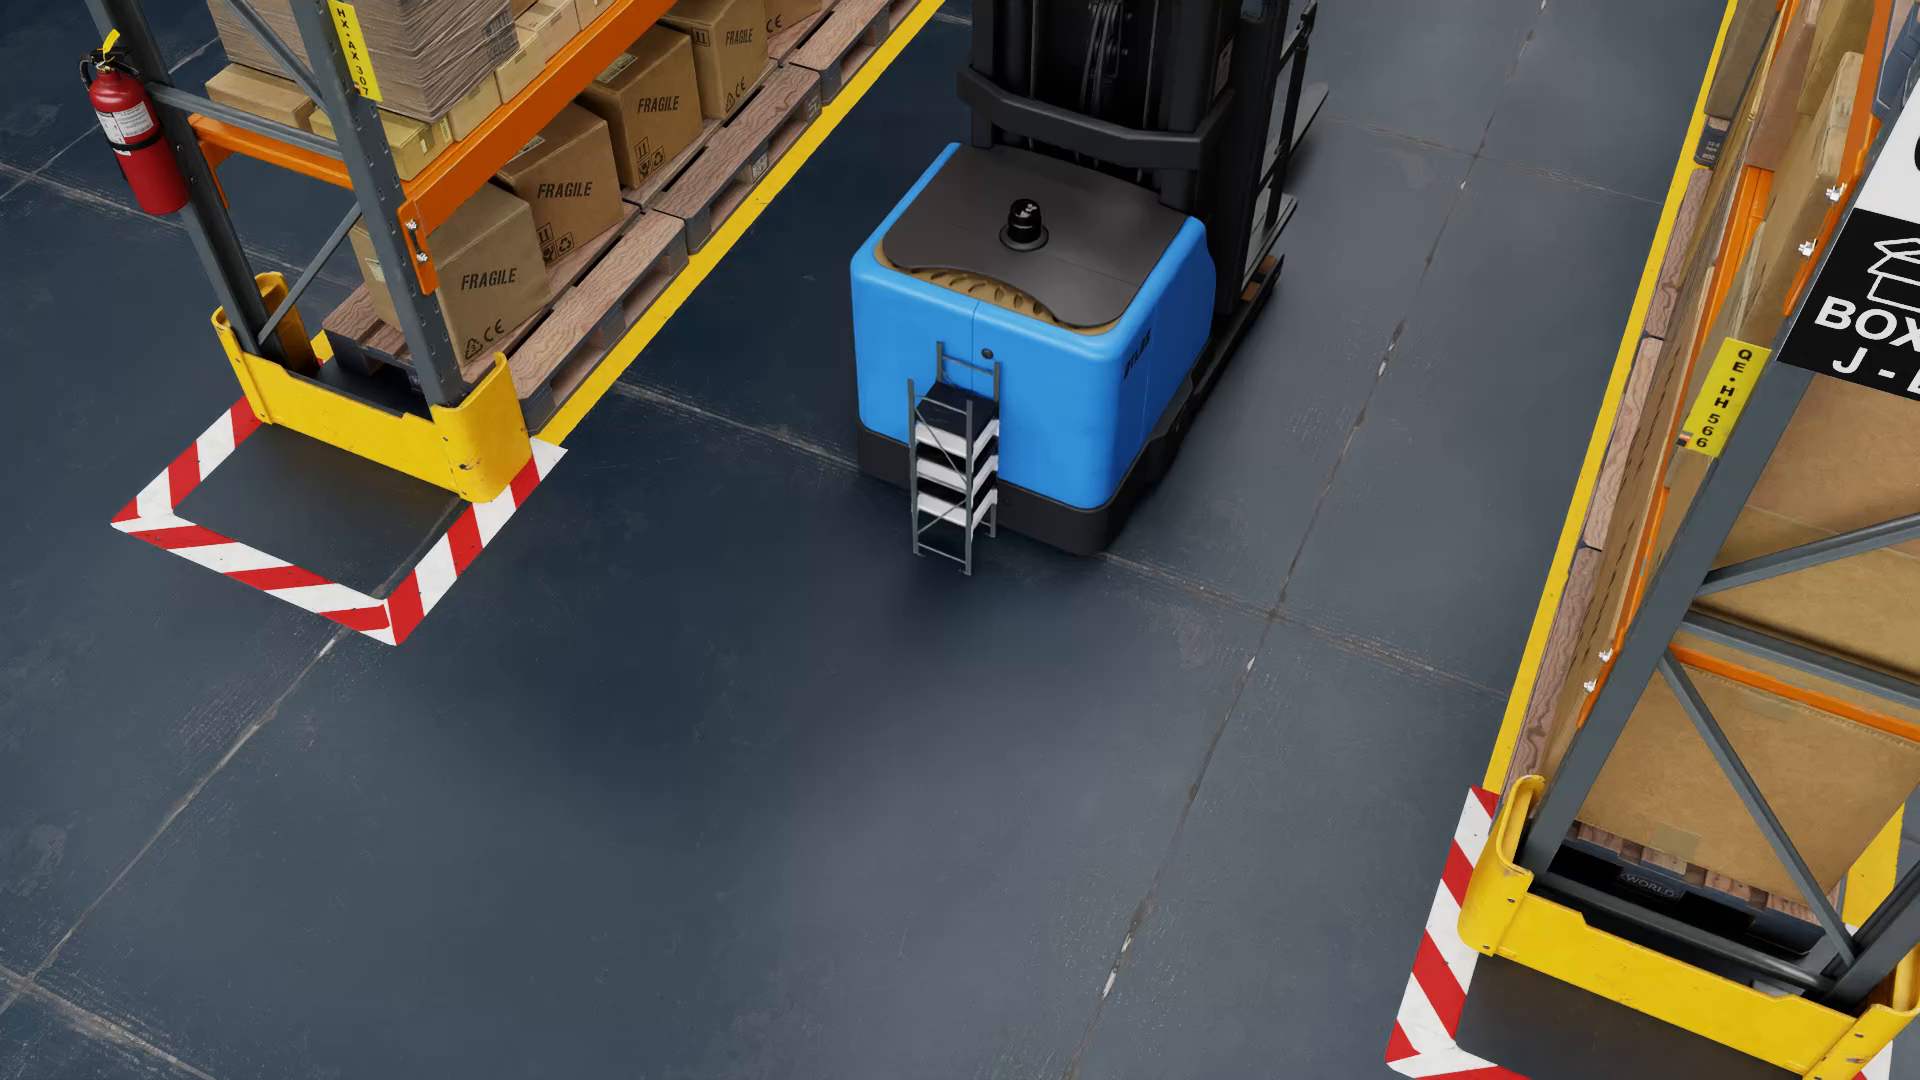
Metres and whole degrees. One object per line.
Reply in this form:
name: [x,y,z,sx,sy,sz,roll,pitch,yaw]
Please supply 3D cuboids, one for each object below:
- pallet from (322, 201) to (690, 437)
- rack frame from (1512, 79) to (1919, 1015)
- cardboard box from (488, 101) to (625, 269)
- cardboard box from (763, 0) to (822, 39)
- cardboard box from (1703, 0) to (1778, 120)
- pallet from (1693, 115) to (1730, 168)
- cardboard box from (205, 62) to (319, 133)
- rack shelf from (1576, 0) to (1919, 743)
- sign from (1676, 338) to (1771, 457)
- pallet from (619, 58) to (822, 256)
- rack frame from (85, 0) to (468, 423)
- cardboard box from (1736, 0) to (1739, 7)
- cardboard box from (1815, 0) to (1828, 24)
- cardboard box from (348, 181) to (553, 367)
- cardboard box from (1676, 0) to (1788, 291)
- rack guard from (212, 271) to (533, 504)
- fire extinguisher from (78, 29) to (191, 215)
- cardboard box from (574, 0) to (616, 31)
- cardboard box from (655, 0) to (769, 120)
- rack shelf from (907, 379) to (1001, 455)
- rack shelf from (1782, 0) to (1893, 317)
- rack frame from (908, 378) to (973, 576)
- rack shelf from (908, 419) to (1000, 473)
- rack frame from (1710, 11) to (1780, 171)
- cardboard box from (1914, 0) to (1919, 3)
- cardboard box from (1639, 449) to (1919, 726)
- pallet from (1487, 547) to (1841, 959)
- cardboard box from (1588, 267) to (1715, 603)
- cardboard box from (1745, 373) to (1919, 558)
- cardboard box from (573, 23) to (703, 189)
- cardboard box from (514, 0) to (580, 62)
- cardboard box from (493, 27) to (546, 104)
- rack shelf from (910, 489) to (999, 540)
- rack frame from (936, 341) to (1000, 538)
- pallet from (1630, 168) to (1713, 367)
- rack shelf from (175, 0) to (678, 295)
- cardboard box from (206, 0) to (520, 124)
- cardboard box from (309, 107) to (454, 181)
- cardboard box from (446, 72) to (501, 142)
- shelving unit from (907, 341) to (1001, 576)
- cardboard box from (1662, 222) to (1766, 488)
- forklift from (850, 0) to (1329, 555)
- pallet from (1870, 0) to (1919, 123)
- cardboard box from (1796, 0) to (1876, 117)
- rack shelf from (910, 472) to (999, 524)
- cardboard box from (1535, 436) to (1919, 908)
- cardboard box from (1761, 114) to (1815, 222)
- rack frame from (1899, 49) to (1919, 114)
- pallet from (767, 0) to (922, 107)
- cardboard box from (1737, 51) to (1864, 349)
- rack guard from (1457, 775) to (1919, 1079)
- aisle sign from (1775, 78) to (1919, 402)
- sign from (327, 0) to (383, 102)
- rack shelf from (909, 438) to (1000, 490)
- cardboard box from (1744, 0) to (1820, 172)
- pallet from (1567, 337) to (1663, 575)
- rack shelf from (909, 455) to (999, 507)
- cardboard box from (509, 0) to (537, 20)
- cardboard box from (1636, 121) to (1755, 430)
pallet: [-1.882,-1.048,7.003,1.003,0.211,1.213,20,52,16]
rack frame: [2.148,0.332,3.998,1.000,3.000,0.127,20,52,16]
cardboard box: [-1.787,-1.525,6.943,0.500,0.500,0.500,33,57,25]
cardboard box: [-1.029,-2.772,8.005,0.500,0.500,0.500,36,58,27]
cardboard box: [4.041,-2.286,7.427,1.050,0.750,0.750,20,52,16]
pallet: [4.119,-2.074,7.876,1.003,0.211,1.213,20,52,16]
cardboard box: [-2.358,-1.533,5.750,0.380,0.149,0.250,20,52,16]
rack shelf: [3.003,-0.812,5.444,1.077,0.370,4.000,20,52,16]
sign: [1.664,-0.306,3.625,0.100,0.325,0.005,20,52,16]
pallet: [-1.359,-1.885,7.715,1.003,0.211,1.213,20,52,16]
rack frame: [-2.293,-1.351,5.430,1.000,3.000,0.127,20,52,16]
cardboard box: [4.457,-2.949,7.991,1.050,0.750,0.750,20,52,16]
cardboard box: [3.184,-1.834,5.034,0.875,0.550,0.550,20,52,16]
cardboard box: [-2.011,-1.102,6.583,0.500,0.500,0.500,29,55,22]
cardboard box: [3.525,-1.459,6.642,0.875,0.875,0.875,21,53,17]
rack guard: [-2.261,-0.593,6.427,1.175,0.500,0.348,20,52,16]
fire extinguisher: [-2.759,-1.397,5.520,0.296,0.674,0.183,20,52,16]
cardboard box: [-1.510,-2.070,6.207,0.380,0.149,0.250,20,52,16]
cardboard box: [-1.223,-2.319,7.619,0.500,0.500,0.500,16,51,13]
rack shelf: [-0.020,-0.425,5.710,0.258,0.077,0.200,21,53,17]
rack shelf: [3.003,-1.784,4.301,1.077,0.370,4.000,20,52,16]
rack frame: [-0.066,-0.203,5.832,0.240,0.900,0.006,21,53,17]
rack shelf: [-0.020,-0.367,5.778,0.258,0.077,0.200,21,53,17]
rack frame: [3.857,-2.422,6.341,1.000,3.000,0.127,20,52,16]
cardboard box: [1.984,-1.066,3.042,0.380,0.149,0.250,20,52,16]
cardboard box: [2.266,0.013,4.171,0.875,0.550,0.550,20,52,16]
pallet: [2.419,0.660,5.550,1.003,0.211,1.213,20,52,16]
cardboard box: [2.752,-0.210,5.579,0.875,0.875,0.875,19,52,16]
cardboard box: [2.342,-0.309,3.736,0.875,0.550,0.550,20,52,16]
cardboard box: [-1.502,-1.949,7.305,0.500,0.500,0.500,24,54,19]
cardboard box: [-1.623,-1.901,6.063,0.380,0.149,0.250,20,52,16]
cardboard box: [-1.711,-1.722,5.910,0.380,0.149,0.250,20,52,16]
rack shelf: [-0.020,-0.133,6.053,0.258,0.077,0.200,21,53,17]
rack frame: [0.027,-0.340,5.949,0.240,0.900,0.006,21,53,17]
pallet: [3.462,-1.020,6.980,1.003,0.211,1.213,20,52,16]
rack shelf: [-1.439,-2.495,6.876,1.077,0.370,4.000,20,52,16]
cardboard box: [-2.033,-1.850,5.593,0.875,0.500,0.500,20,52,16]
cardboard box: [-1.956,-1.388,5.627,0.380,0.149,0.250,20,52,16]
cardboard box: [-1.832,-1.554,5.768,0.380,0.149,0.250,20,52,16]
shelving unit: [-0.020,-0.272,5.890,0.258,0.900,0.210,21,53,17]
cardboard box: [2.481,-0.372,4.499,0.875,0.550,0.550,20,52,16]
forklift: [0.731,-2.028,6.051,1.130,2.935,3.031,21,53,17]
pallet: [2.456,-1.125,3.327,1.003,0.211,1.213,20,52,16]
cardboard box: [2.964,-1.467,4.721,0.875,0.550,0.500,20,52,16]
rack shelf: [-0.020,-0.192,5.984,0.258,0.077,0.200,21,53,17]
cardboard box: [2.378,0.396,5.063,0.875,0.875,0.875,20,53,16]
cardboard box: [3.023,-1.096,5.114,0.875,0.550,0.500,20,52,16]
rack frame: [2.148,-1.612,1.713,1.000,3.000,0.127,20,52,16]
pallet: [-0.839,-2.728,8.433,1.003,0.211,1.213,20,52,16]
cardboard box: [2.493,-0.718,4.084,0.875,0.550,0.550,20,52,16]
rack guard: [2.138,1.159,4.936,1.175,0.500,0.348,20,52,16]
aisle sign: [1.847,-0.559,3.049,0.394,0.787,0.004,20,52,16]
sign: [-1.802,-1.455,4.950,0.100,0.325,0.005,20,52,16]
rack shelf: [-0.020,-0.308,5.847,0.258,0.077,0.200,21,53,17]
cardboard box: [3.159,-1.493,5.453,0.875,0.550,0.550,20,52,16]
pallet: [2.942,-0.177,6.262,1.003,0.211,1.213,20,52,16]
rack shelf: [-0.020,-0.250,5.916,0.258,0.077,0.200,21,53,17]
cardboard box: [-1.928,-2.233,5.920,0.875,0.500,0.500,20,52,16]
cardboard box: [3.144,-0.837,6.112,0.875,0.875,0.875,20,53,16]
